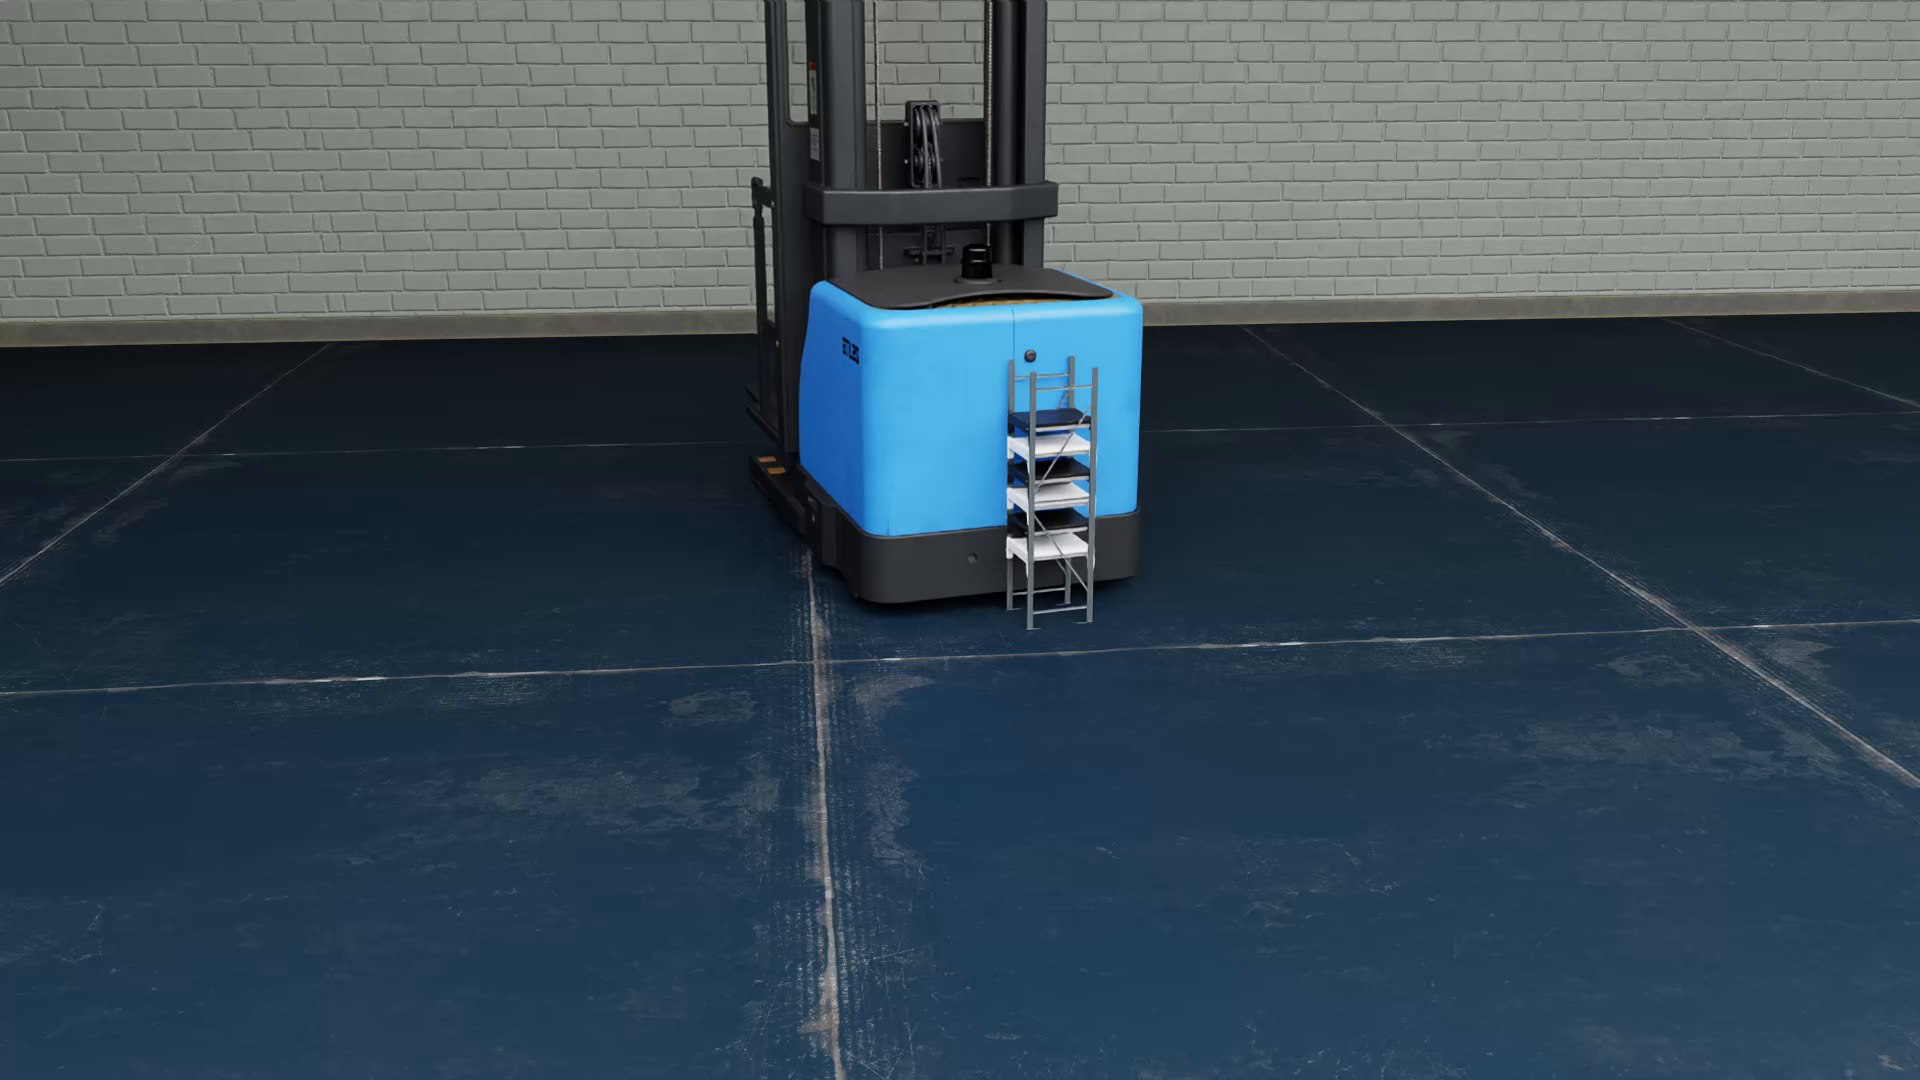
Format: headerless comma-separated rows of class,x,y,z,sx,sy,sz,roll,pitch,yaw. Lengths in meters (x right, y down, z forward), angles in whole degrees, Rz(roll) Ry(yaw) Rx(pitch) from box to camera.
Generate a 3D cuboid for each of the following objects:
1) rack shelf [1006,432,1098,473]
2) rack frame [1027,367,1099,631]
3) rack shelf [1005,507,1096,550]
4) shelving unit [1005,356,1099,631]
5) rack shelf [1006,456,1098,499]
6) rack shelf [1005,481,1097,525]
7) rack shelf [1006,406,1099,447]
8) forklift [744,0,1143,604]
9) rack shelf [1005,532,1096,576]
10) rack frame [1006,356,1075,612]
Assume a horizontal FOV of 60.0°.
rack shelf,0.311,-0.300,5.640,0.258,0.077,0.200,-6,18,-18
rack frame,0.343,-0.131,5.591,0.240,0.900,0.006,-6,18,-18
rack shelf,0.311,-0.042,5.720,0.258,0.077,0.200,-6,18,-18
shelving unit,0.311,-0.160,5.684,0.258,0.900,0.210,-6,18,-18
rack shelf,0.311,-0.214,5.667,0.258,0.077,0.200,-6,18,-18
rack shelf,0.311,-0.128,5.693,0.258,0.077,0.200,-6,18,-18
rack shelf,0.311,-0.386,5.613,0.258,0.077,0.200,-6,18,-18
forklift,-0.293,-1.581,6.820,1.130,2.935,3.031,-6,18,-18
rack shelf,0.311,0.044,5.747,0.258,0.077,0.200,-6,18,-18
rack frame,0.279,-0.189,5.776,0.240,0.900,0.006,-6,18,-18
